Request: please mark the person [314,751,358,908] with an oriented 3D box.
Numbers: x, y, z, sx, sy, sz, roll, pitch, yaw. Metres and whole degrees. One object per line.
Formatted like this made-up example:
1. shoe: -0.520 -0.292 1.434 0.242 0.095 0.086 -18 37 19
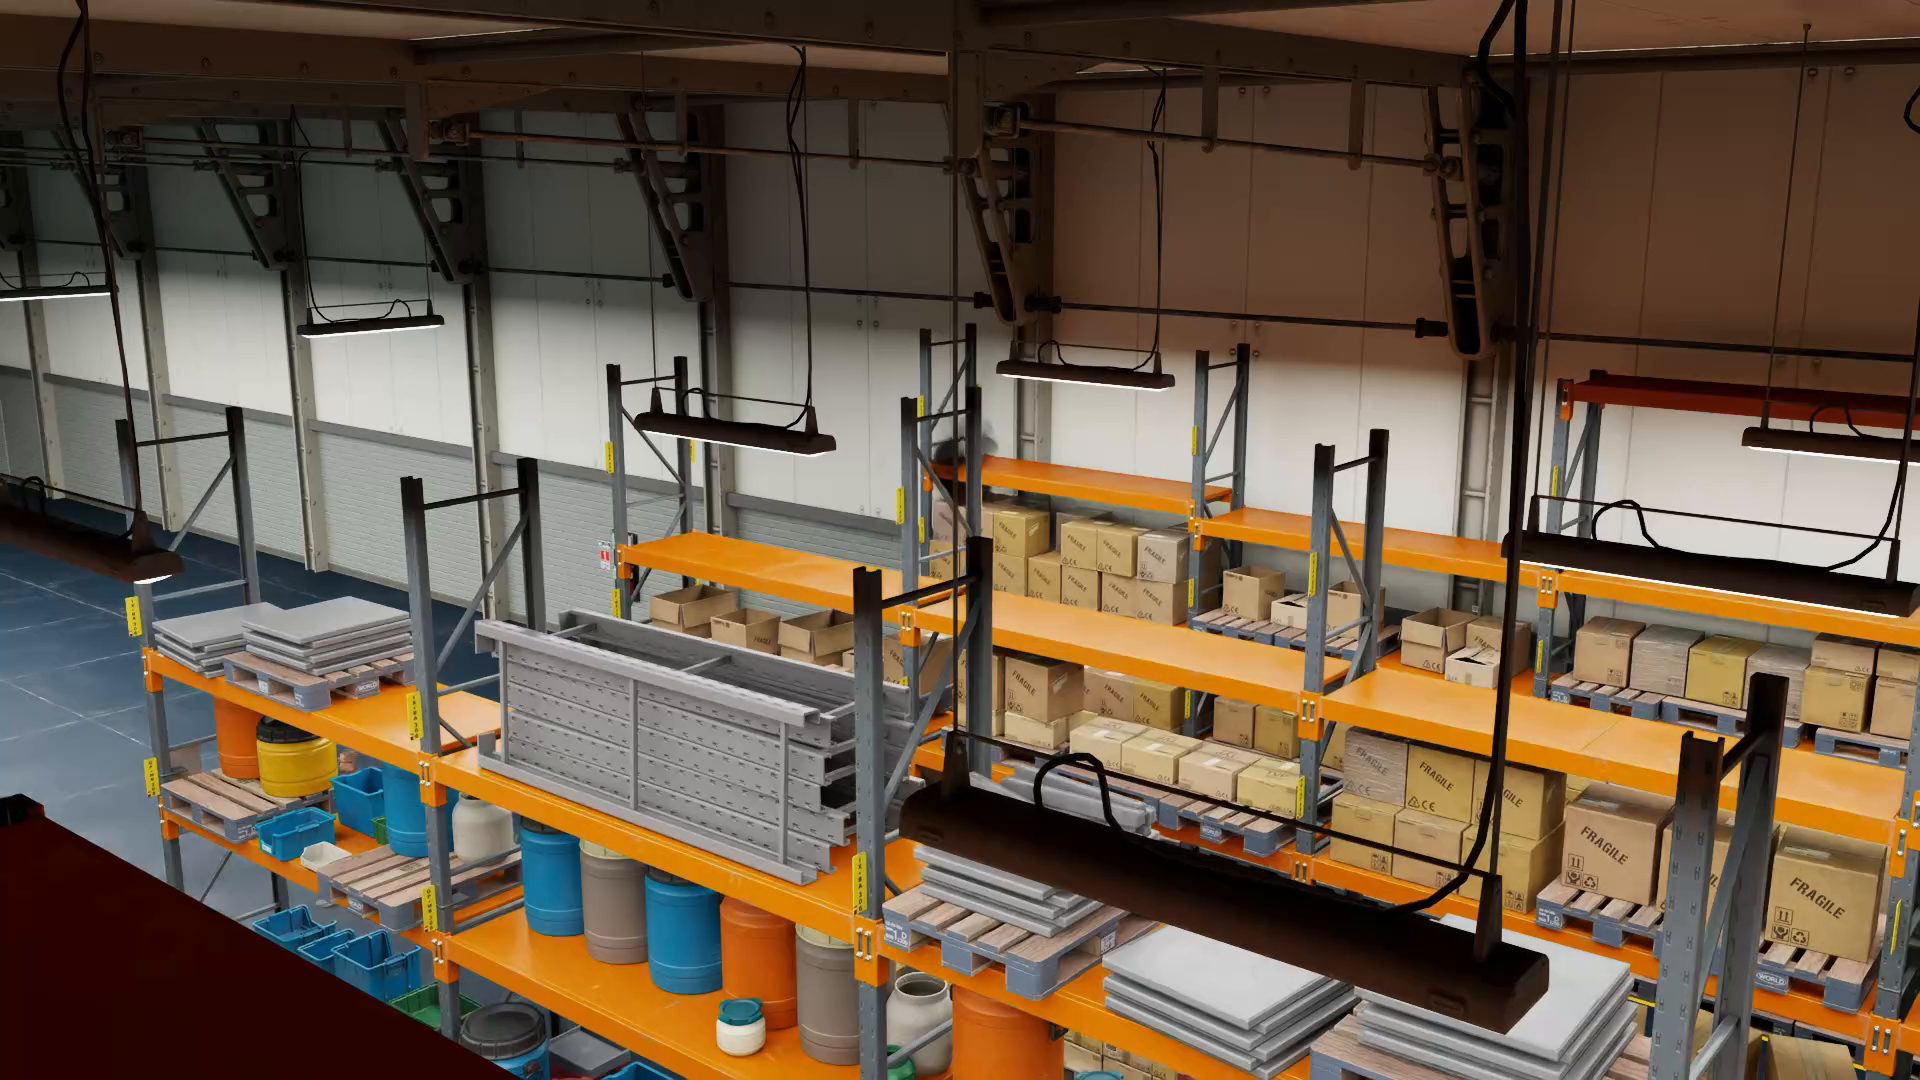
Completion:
1. person: -6.711 3.166 18.407 0.957 1.731 0.675 -6 14 -24
